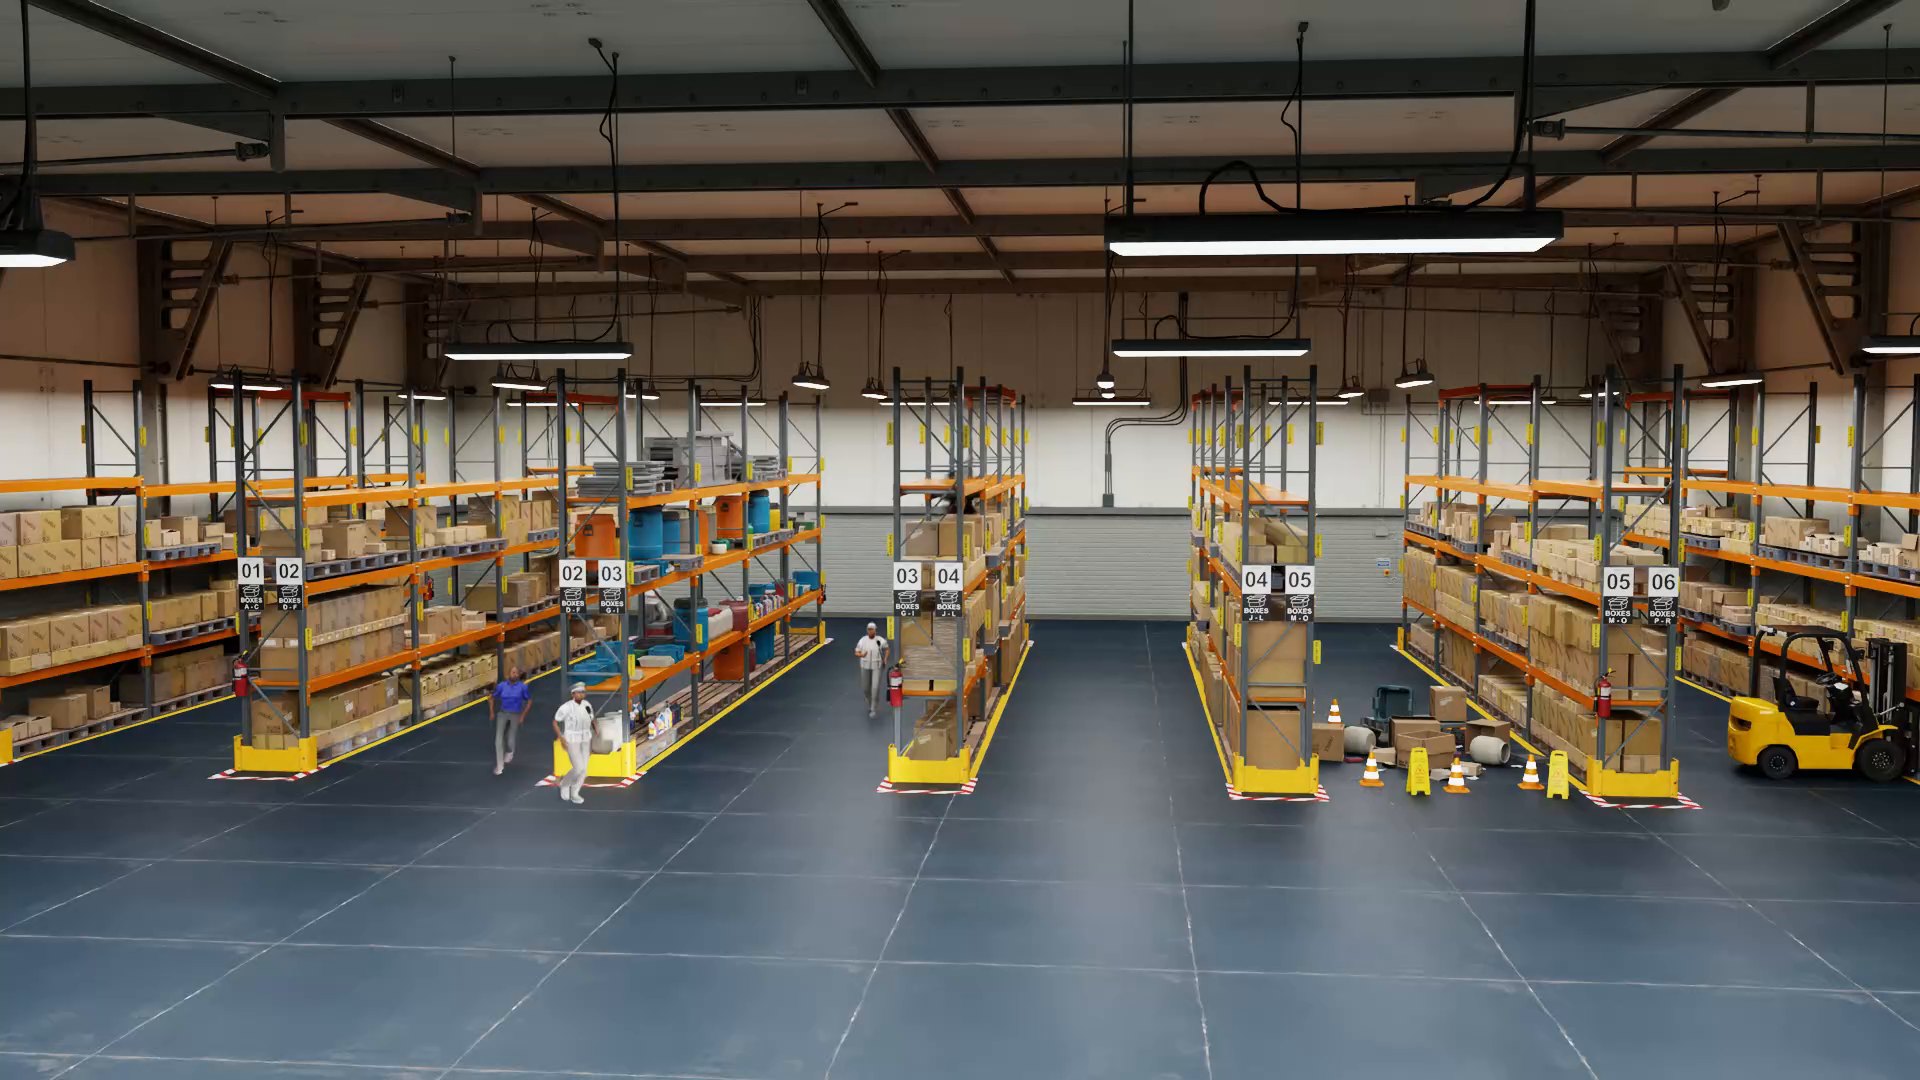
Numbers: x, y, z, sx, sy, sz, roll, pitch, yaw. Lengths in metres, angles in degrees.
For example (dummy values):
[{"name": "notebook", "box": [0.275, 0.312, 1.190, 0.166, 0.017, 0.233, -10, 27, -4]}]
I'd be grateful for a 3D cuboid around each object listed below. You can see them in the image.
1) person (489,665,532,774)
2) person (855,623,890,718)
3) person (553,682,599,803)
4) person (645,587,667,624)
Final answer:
[{"name": "person", "box": [-6.733, 2.677, 24.901, 0.621, 1.613, 0.524, 0, 4, -7]}, {"name": "person", "box": [-1.575, 2.304, 29.783, 0.607, 1.651, 0.941, 0, 4, 5]}, {"name": "person", "box": [-5.195, 2.762, 22.709, 0.542, 1.667, 0.590, 3, 5, 43]}, {"name": "person", "box": [-7.711, 1.577, 41.544, 0.844, 1.765, 0.684, 2, 4, 27]}]
